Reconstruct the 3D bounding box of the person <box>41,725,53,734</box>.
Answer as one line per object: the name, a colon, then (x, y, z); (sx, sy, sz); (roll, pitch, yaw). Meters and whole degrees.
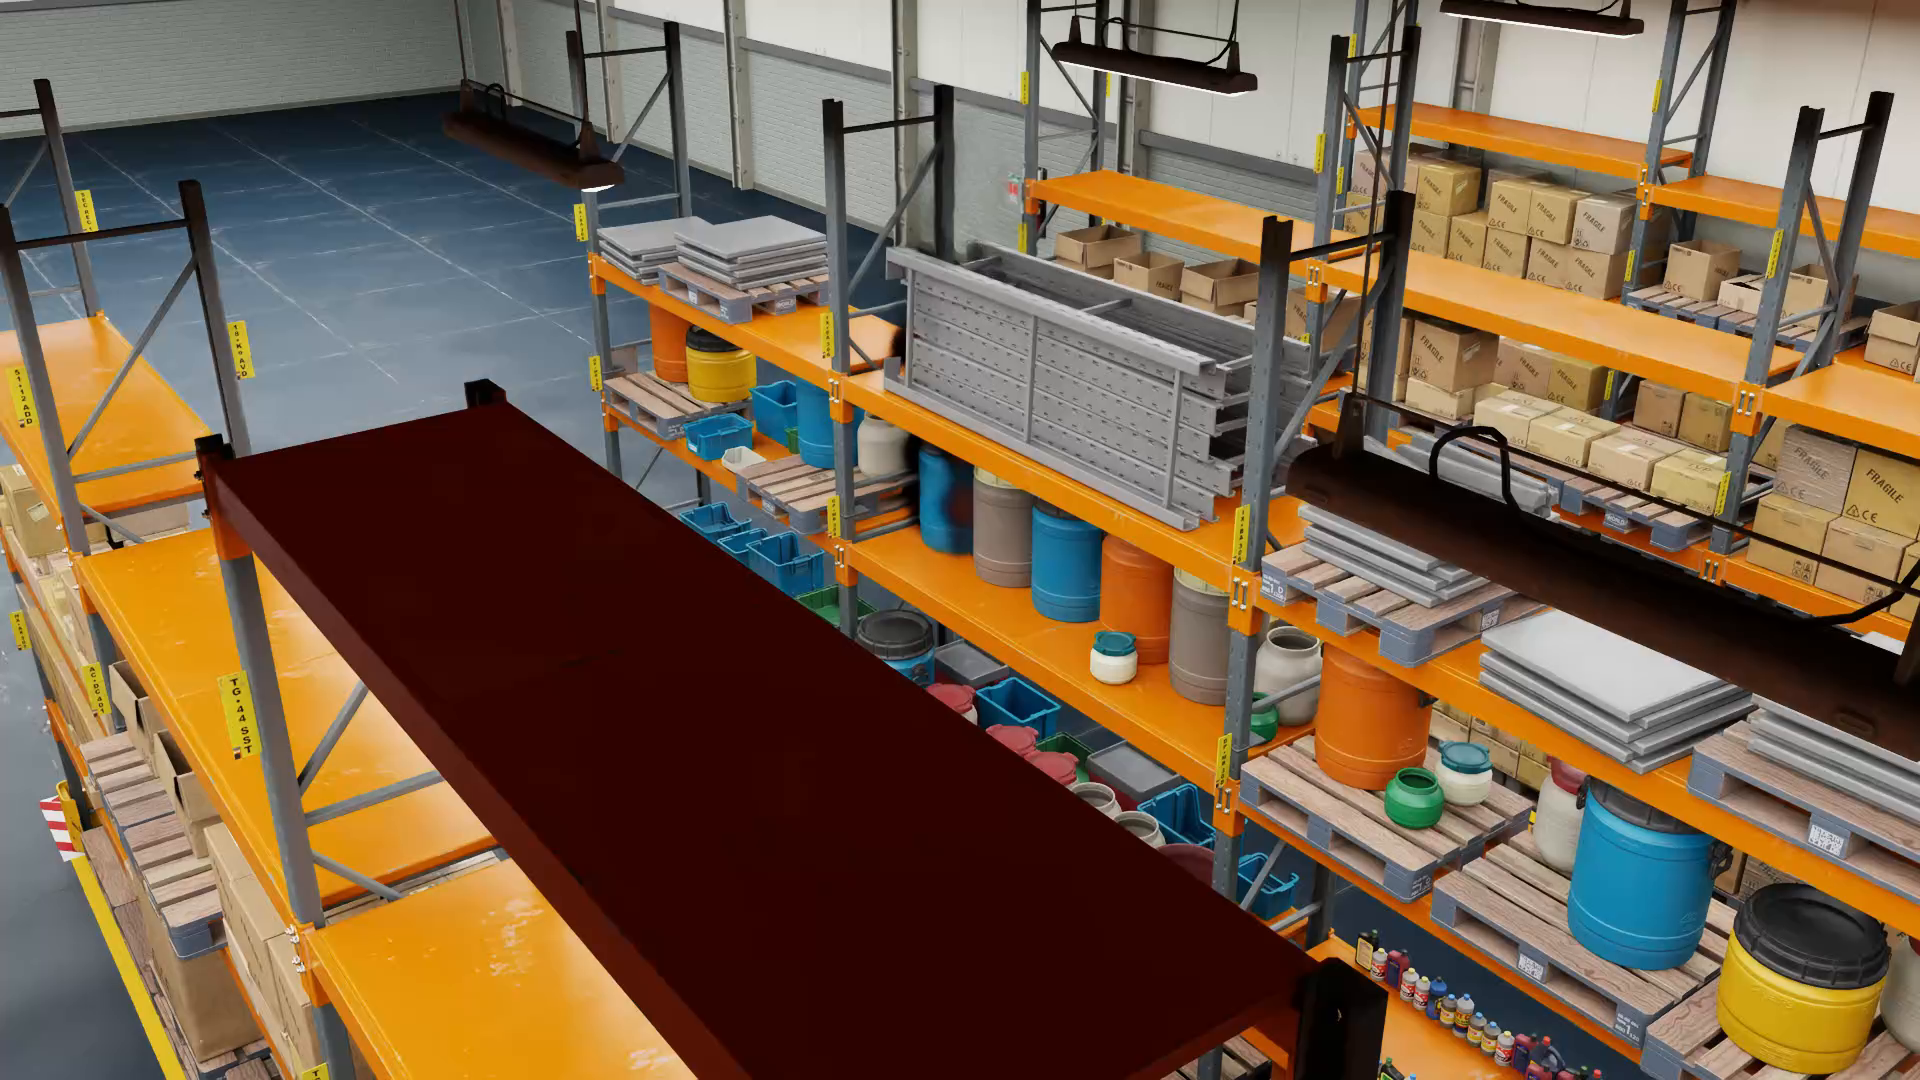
person: (-8.000, 0.909, 14.905); (0.818, 1.846, 0.705); (1, 25, 2)
